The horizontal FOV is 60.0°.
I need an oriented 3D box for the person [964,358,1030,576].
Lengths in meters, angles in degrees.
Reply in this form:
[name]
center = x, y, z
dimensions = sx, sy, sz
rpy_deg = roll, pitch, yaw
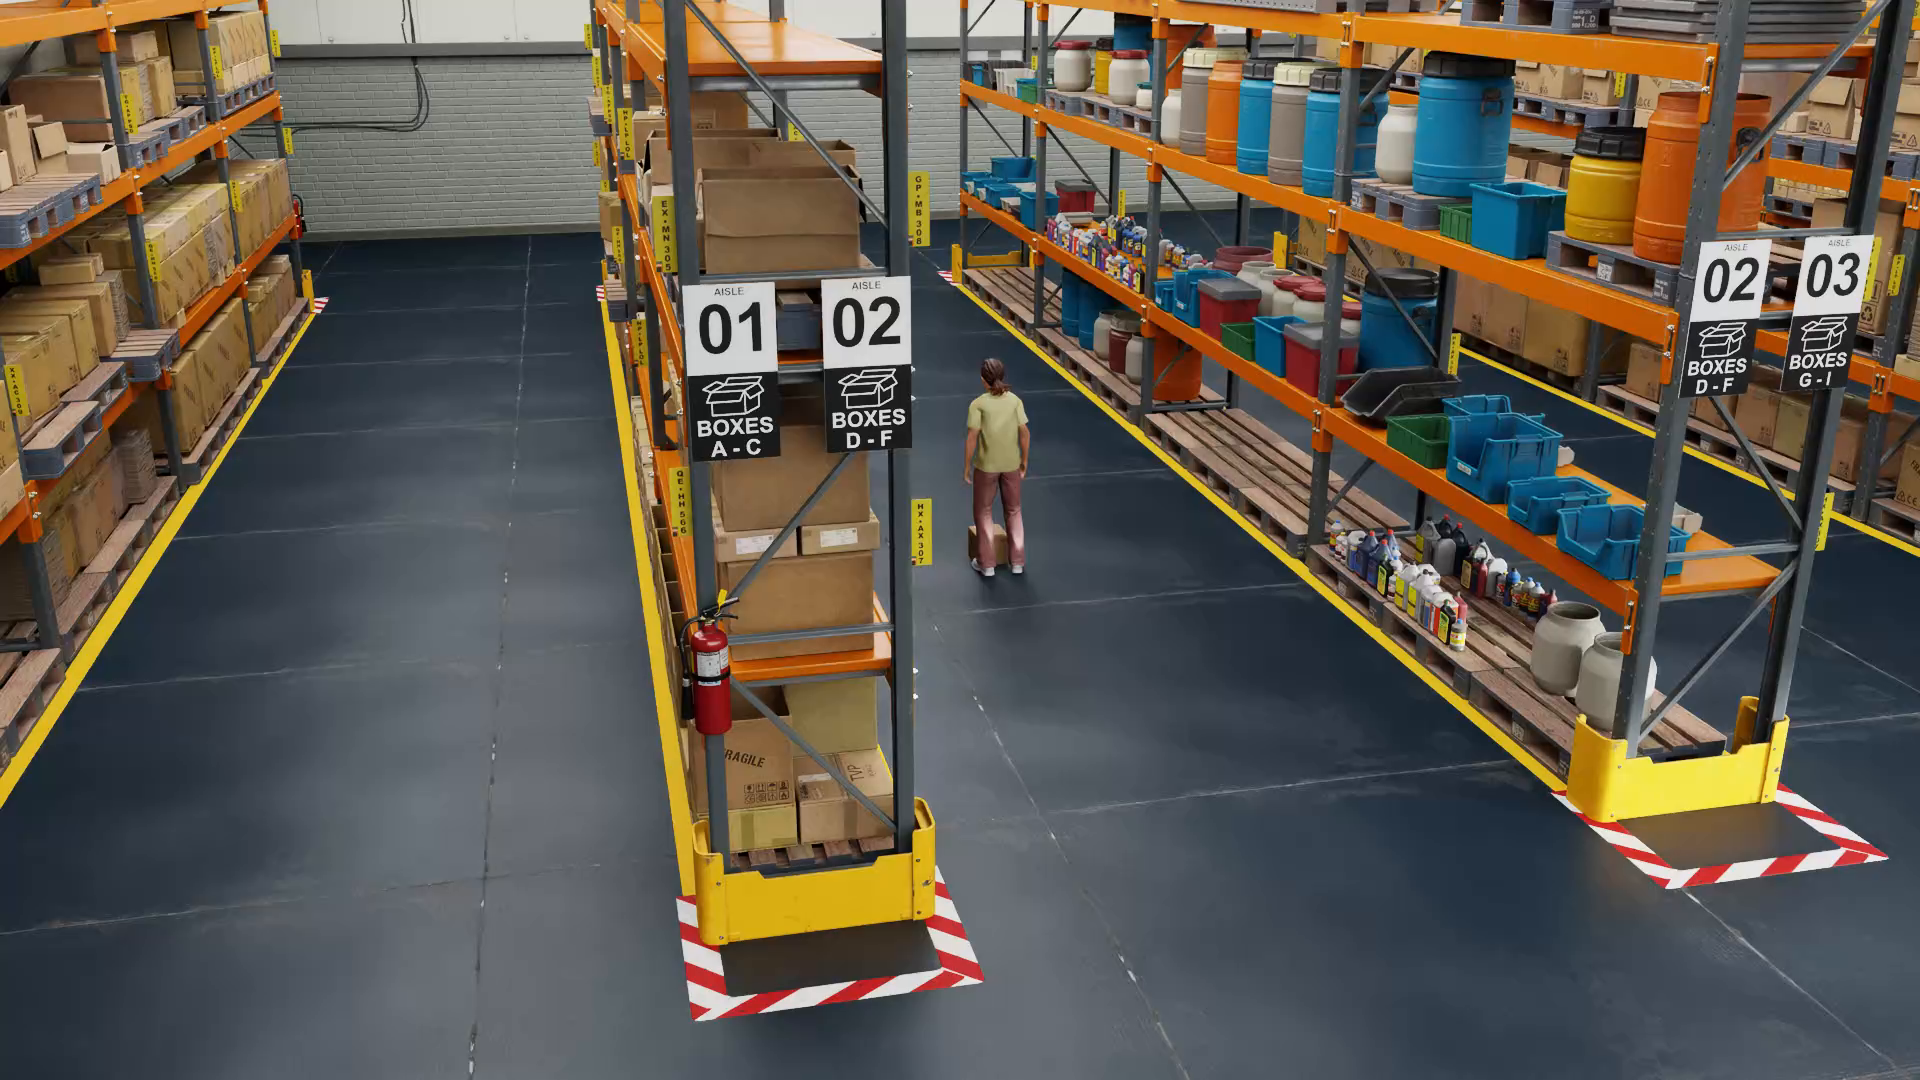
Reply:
[person]
center = 0.275, -0.550, 12.610
dimensions = 0.516, 1.673, 0.355
rpy_deg = -5, 20, -14
